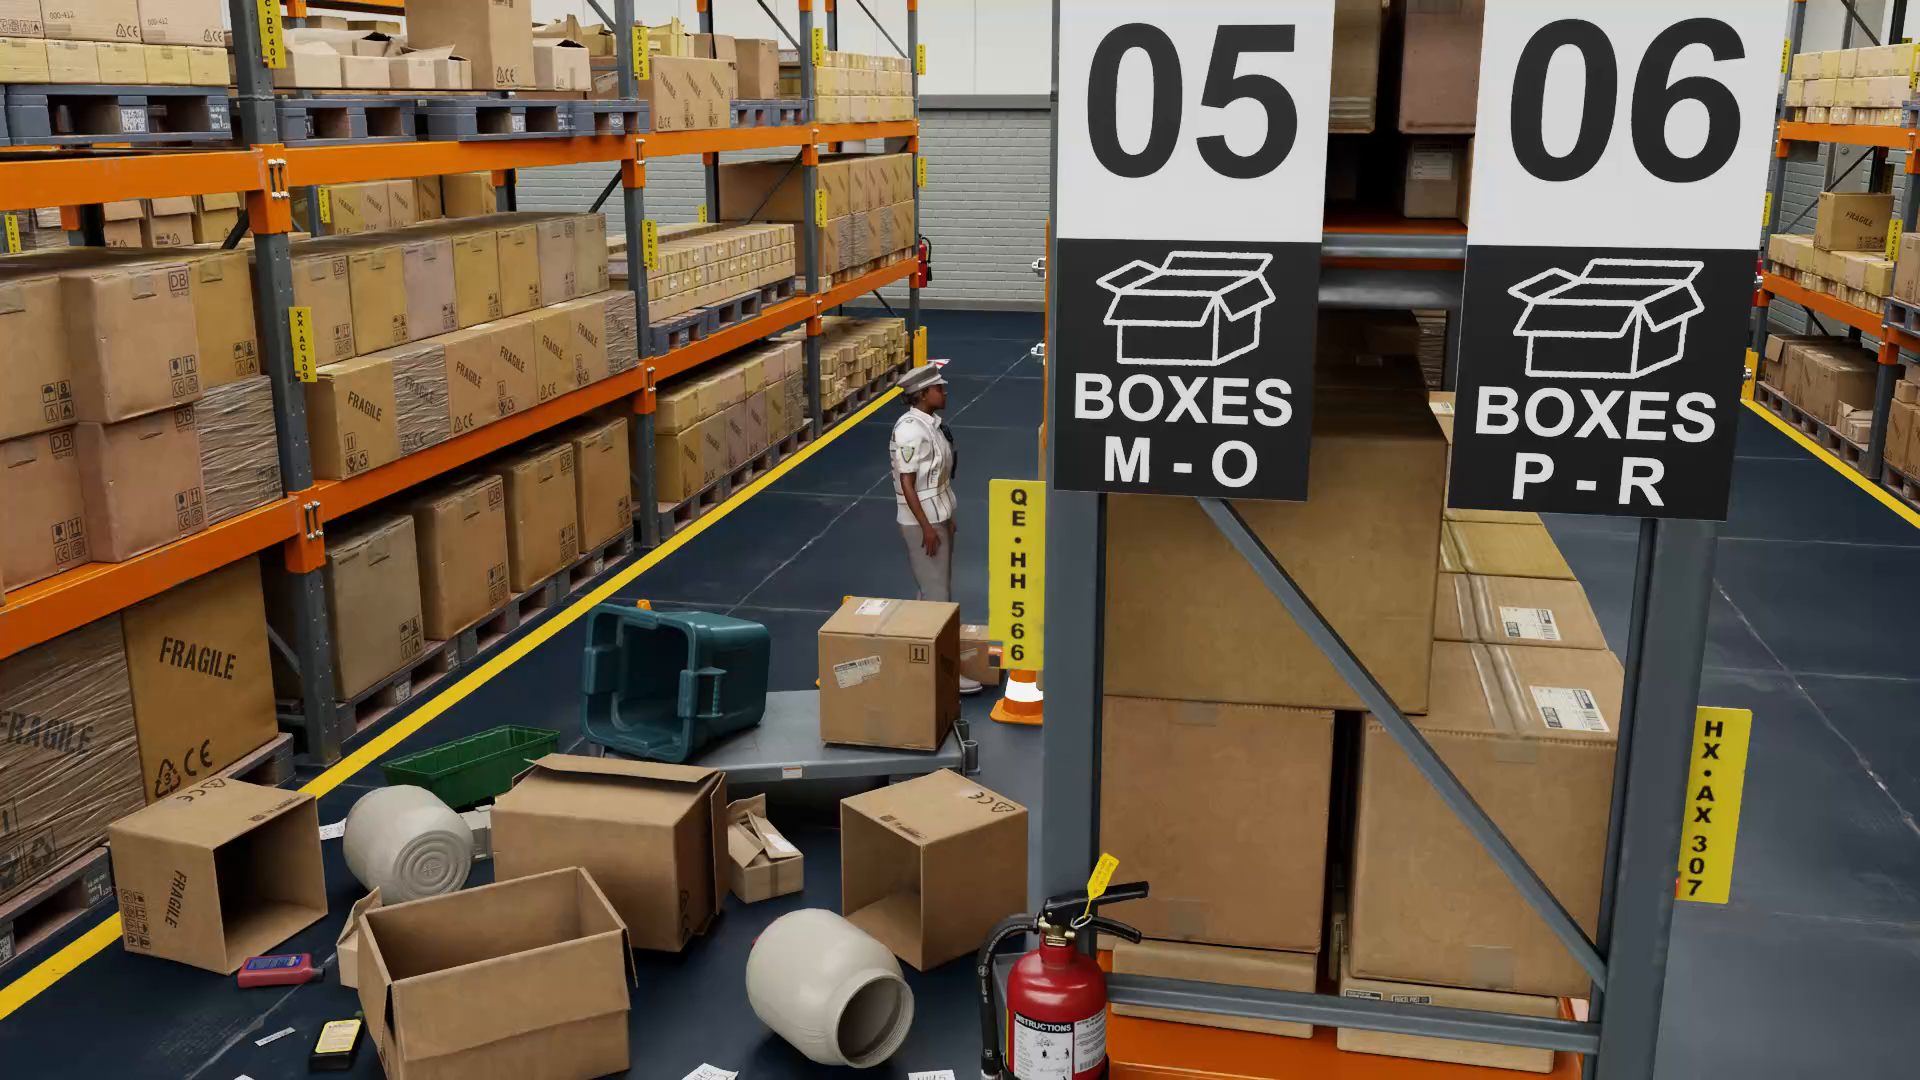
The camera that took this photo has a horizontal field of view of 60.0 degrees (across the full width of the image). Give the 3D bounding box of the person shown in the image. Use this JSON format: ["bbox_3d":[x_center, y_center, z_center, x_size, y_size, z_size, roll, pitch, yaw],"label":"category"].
[{"bbox_3d":[-0.098,-0.091,8.758,0.529,1.694,0.568,3,15,11],"label":"person"}]
